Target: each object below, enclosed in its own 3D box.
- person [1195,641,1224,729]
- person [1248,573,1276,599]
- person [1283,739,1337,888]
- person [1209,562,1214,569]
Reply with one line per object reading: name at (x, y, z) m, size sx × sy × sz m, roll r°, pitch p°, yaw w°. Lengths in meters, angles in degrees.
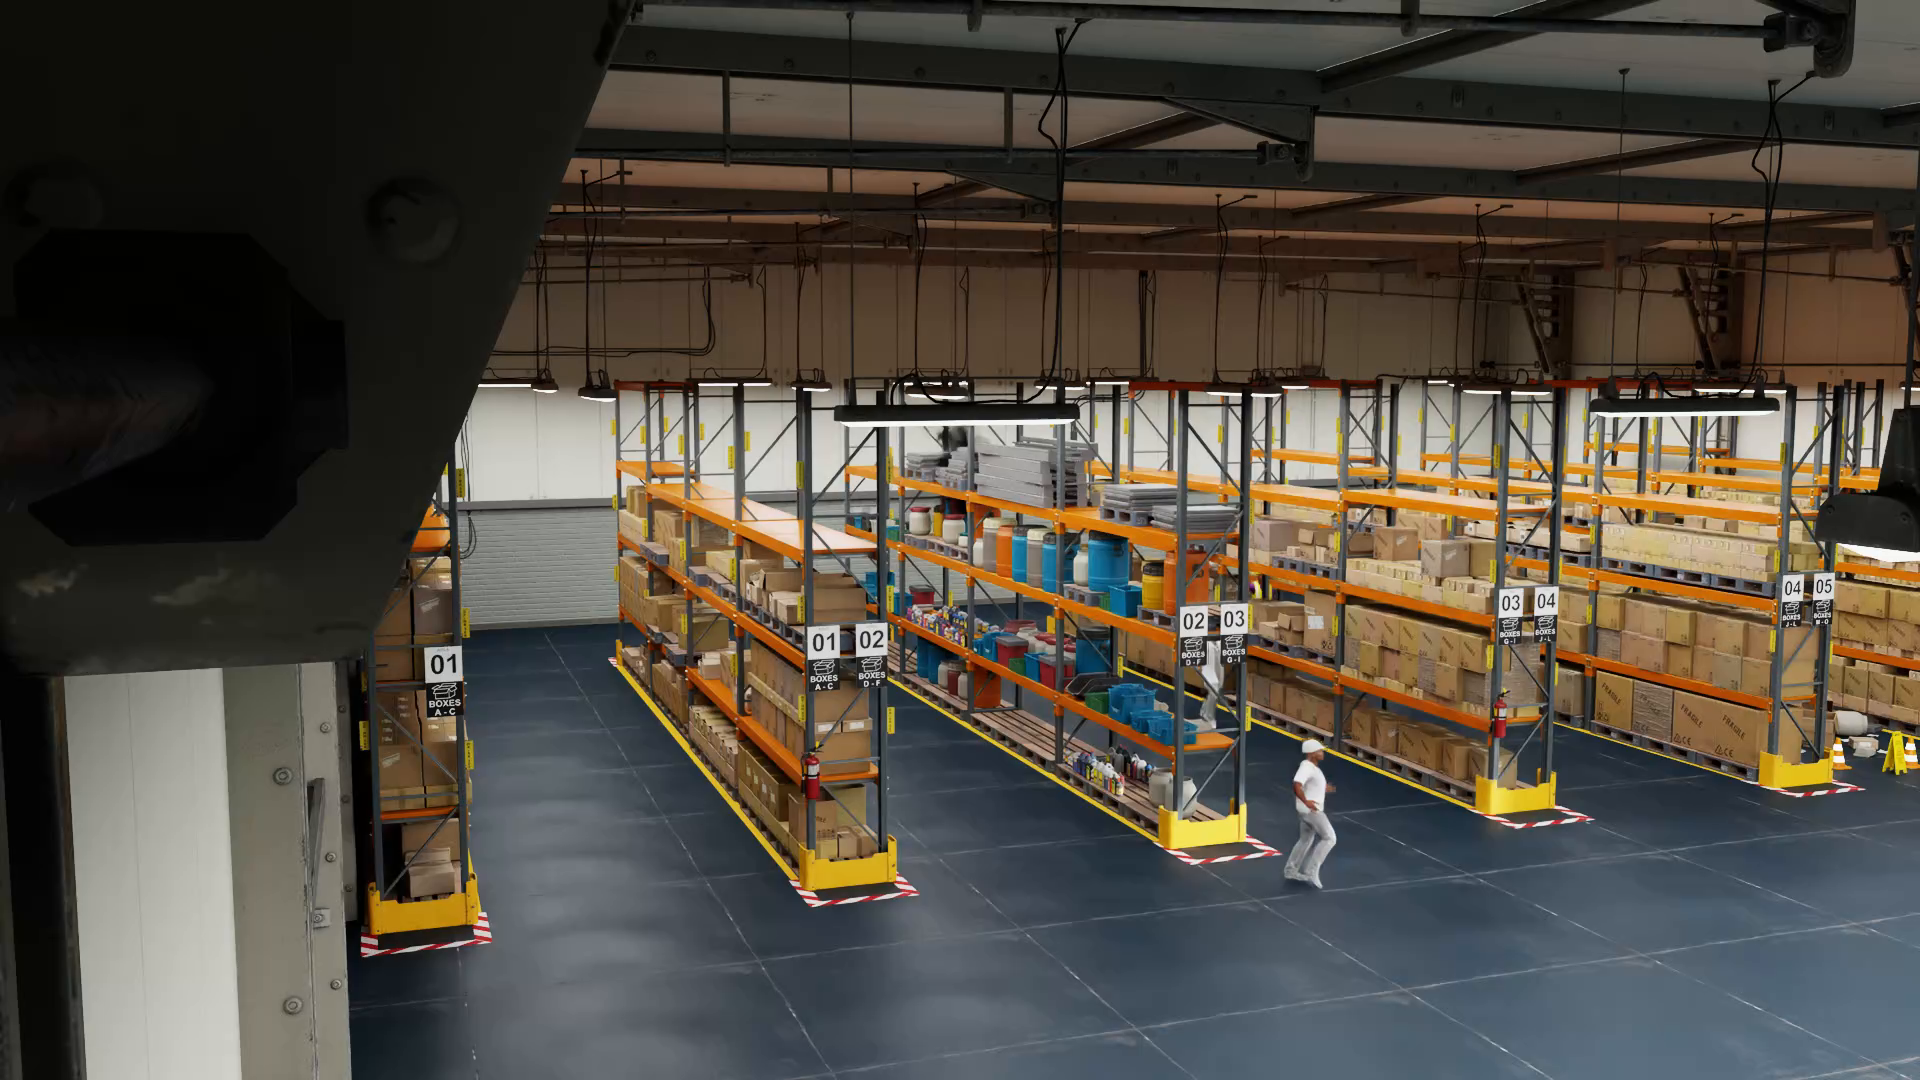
person at (4.416, 2.378, 29.108) m, size 0.667 × 1.843 × 0.822 m, roll -3°, pitch 7°, yaw -27°
person at (6.678, 1.526, 36.880) m, size 0.695 × 1.766 × 0.970 m, roll -2°, pitch 6°, yaw -21°
person at (4.288, 3.328, 20.327) m, size 0.649 × 1.797 × 0.689 m, roll 0°, pitch 6°, yaw 3°
person at (5.877, 1.354, 39.512) m, size 0.643 × 1.652 × 0.766 m, roll 1°, pitch 6°, yaw 13°
